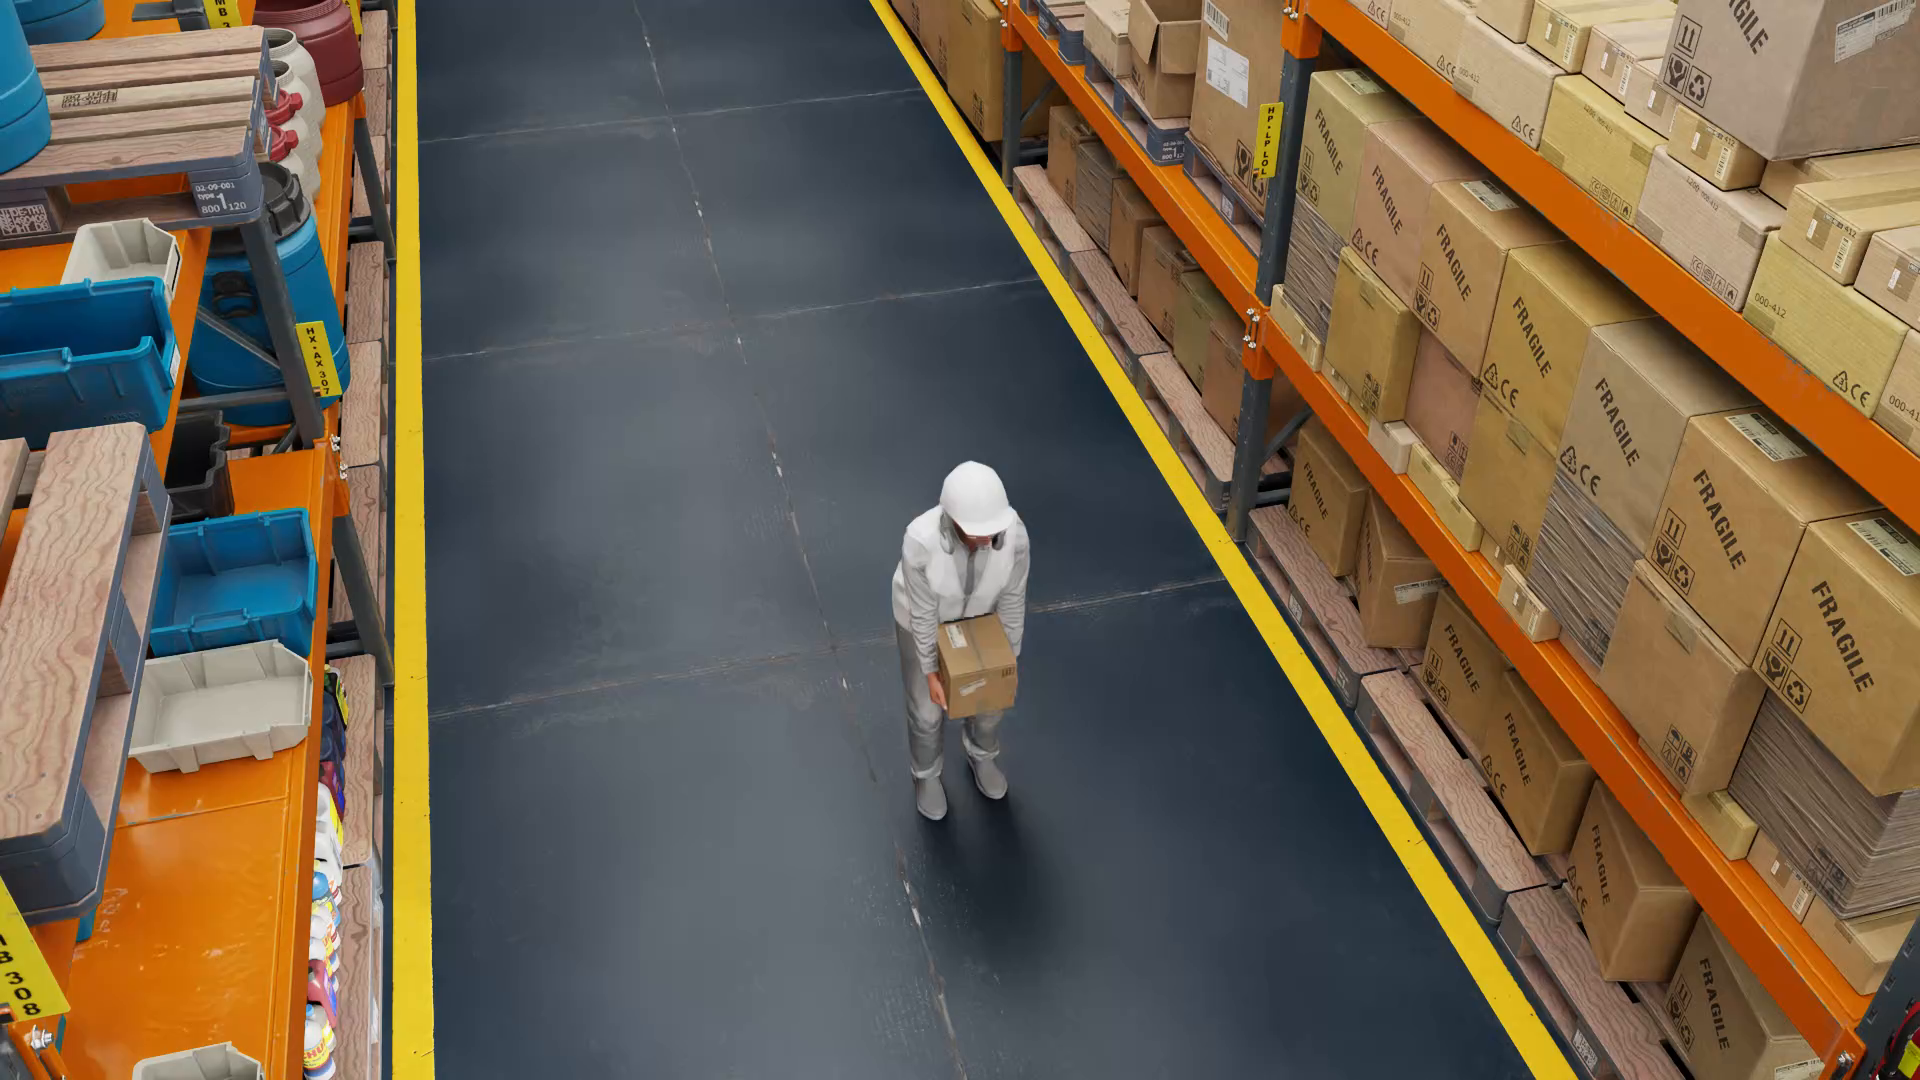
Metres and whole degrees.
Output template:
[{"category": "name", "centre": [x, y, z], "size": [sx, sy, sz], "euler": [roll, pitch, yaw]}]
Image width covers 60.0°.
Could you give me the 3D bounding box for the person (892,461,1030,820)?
[{"category": "person", "centre": [0.010, 0.354, 6.284], "size": [0.479, 1.723, 0.605], "euler": [-10, 39, -13]}]
